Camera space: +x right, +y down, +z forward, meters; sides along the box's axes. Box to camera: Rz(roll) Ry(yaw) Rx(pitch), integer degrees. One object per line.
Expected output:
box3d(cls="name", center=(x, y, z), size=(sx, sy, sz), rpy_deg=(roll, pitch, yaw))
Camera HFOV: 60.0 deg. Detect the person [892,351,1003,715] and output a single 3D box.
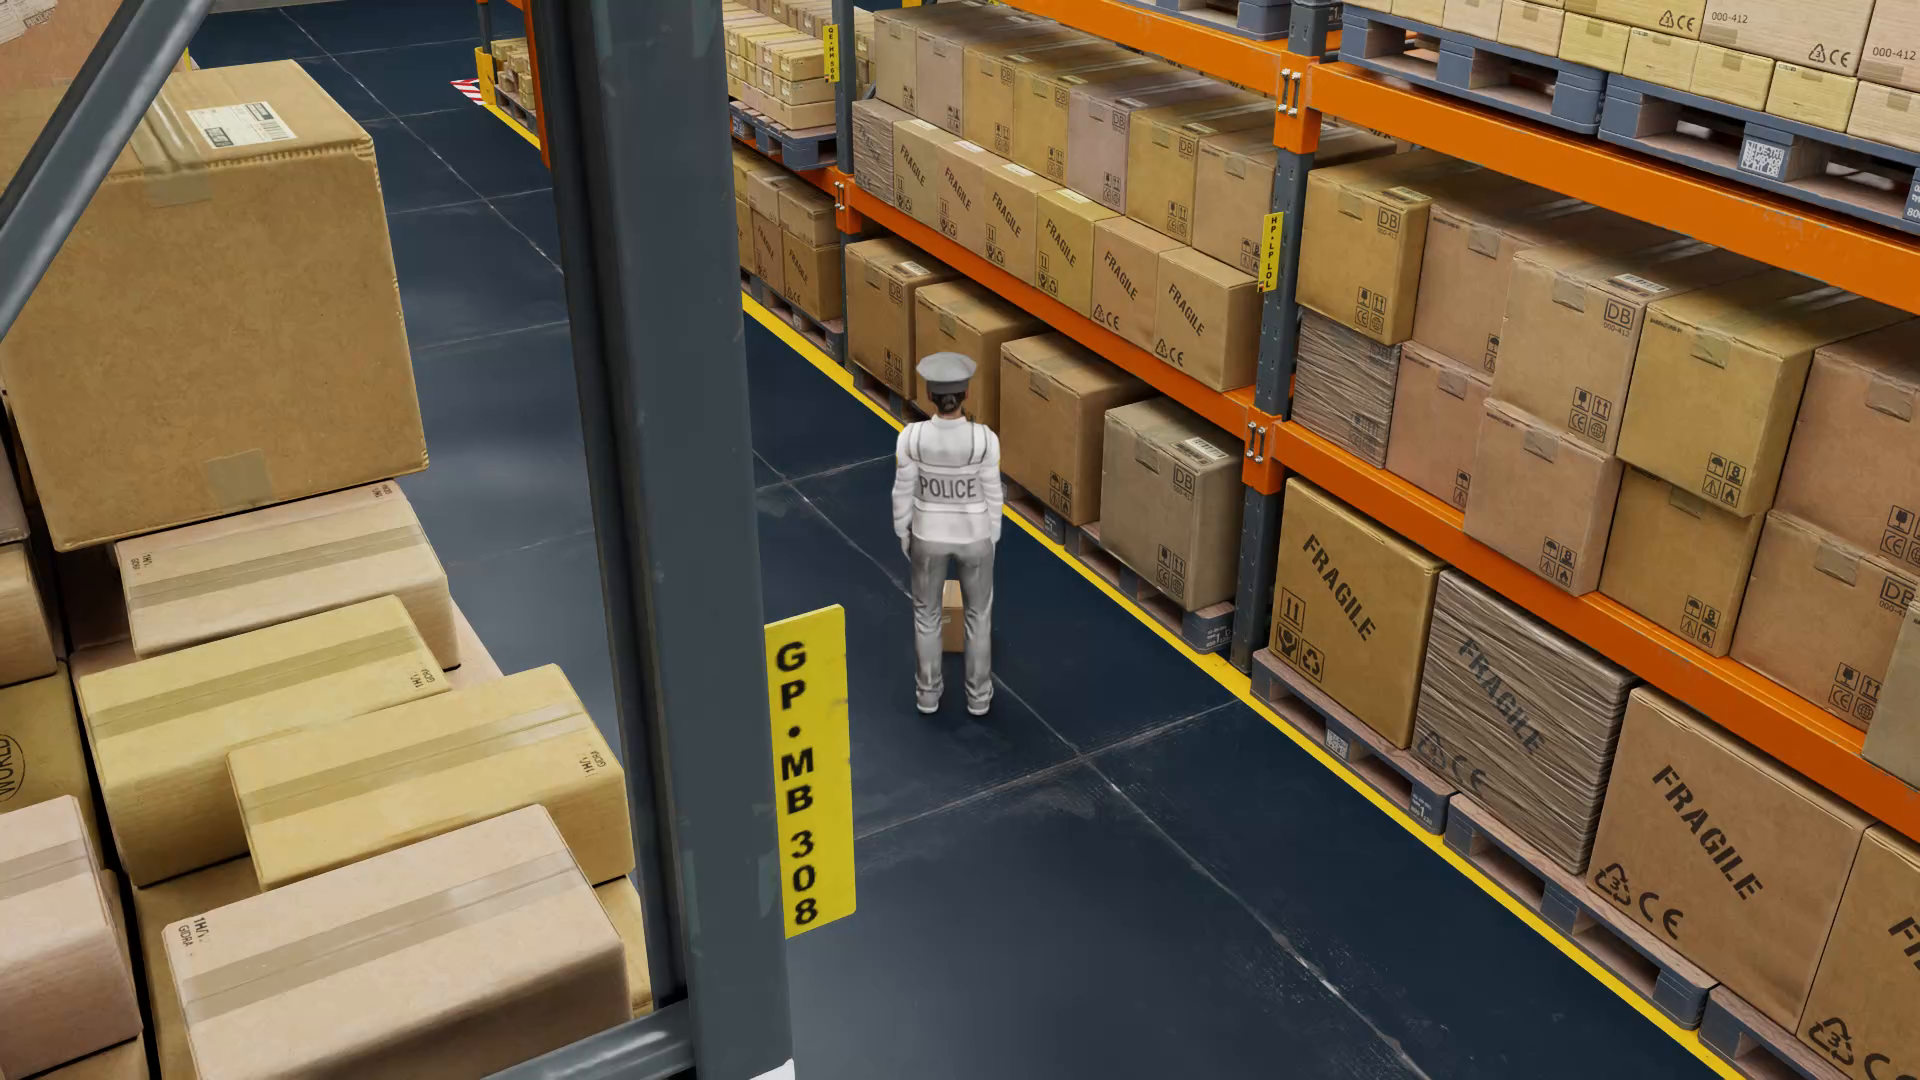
box3d(cls="person", center=(-0.051, -0.005, 7.140), size=(0.469, 1.663, 0.328), rpy_deg=(2, 29, 3))
